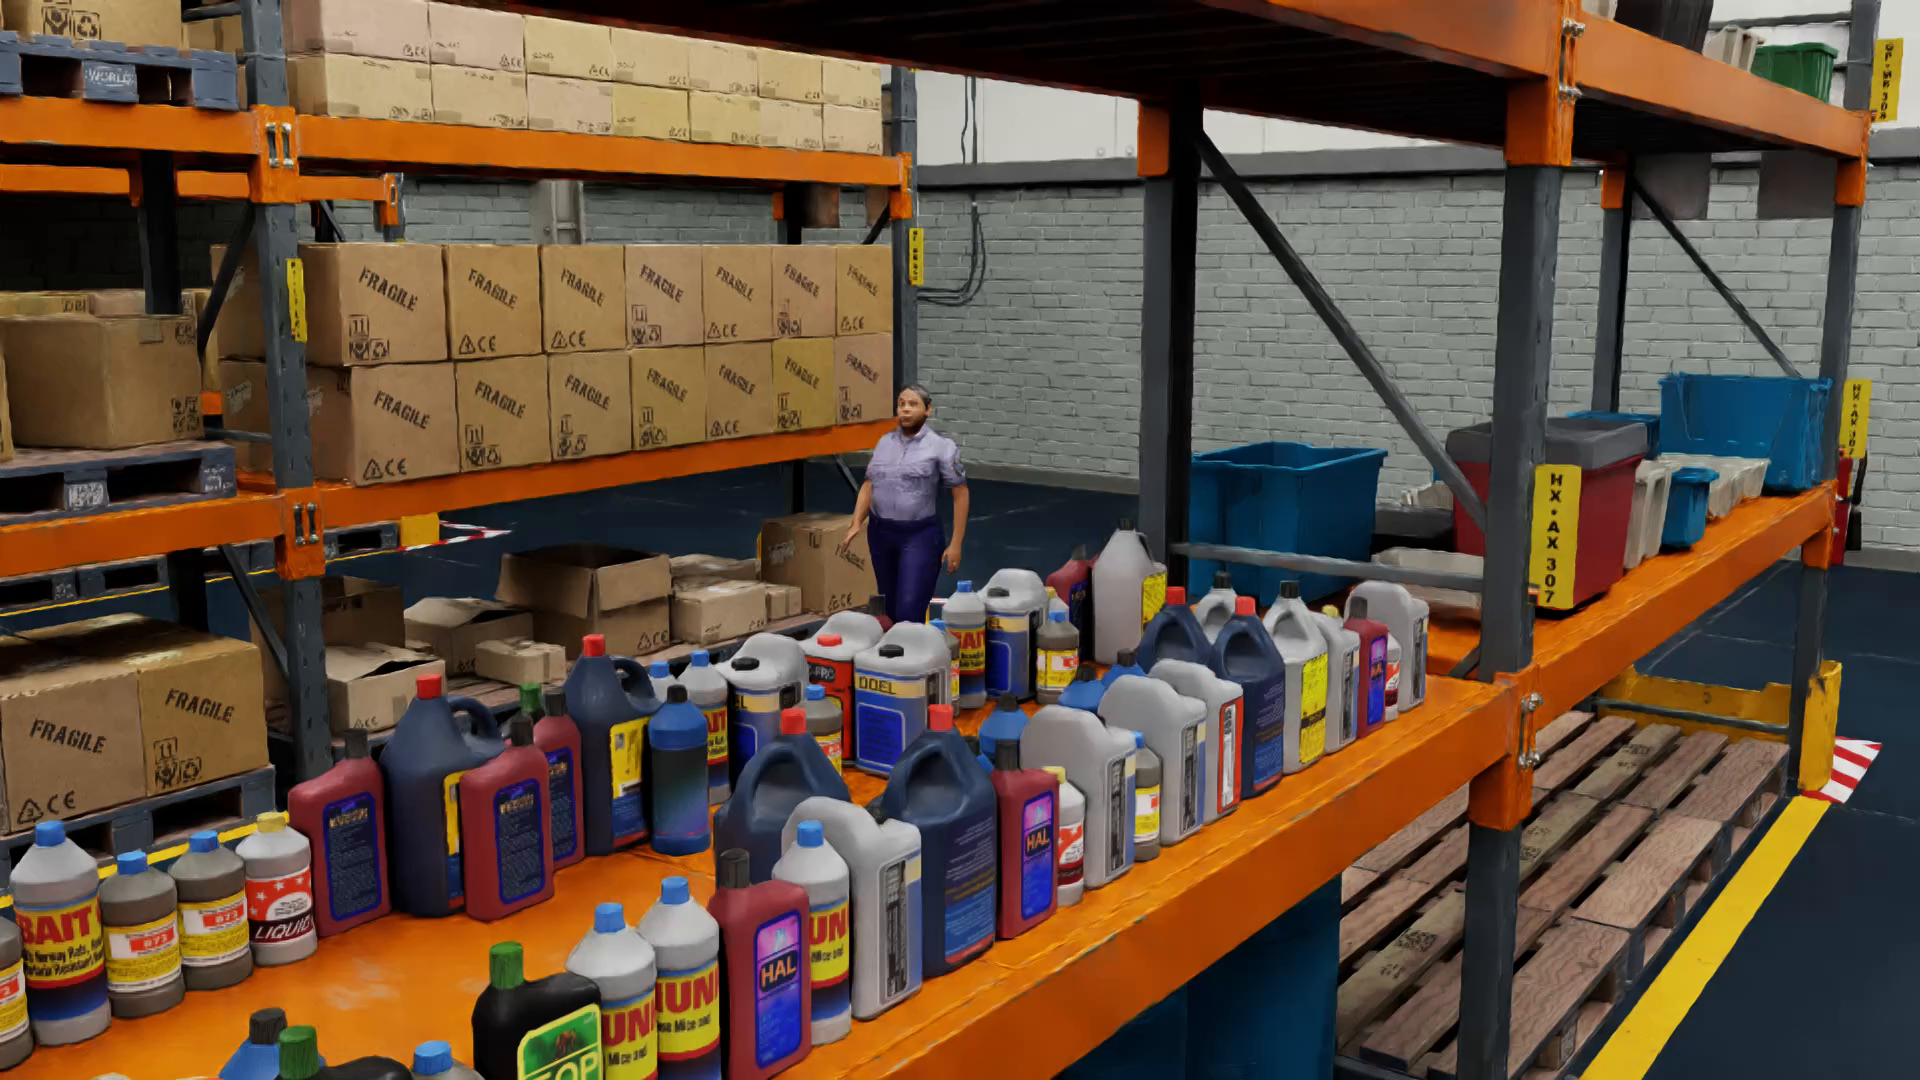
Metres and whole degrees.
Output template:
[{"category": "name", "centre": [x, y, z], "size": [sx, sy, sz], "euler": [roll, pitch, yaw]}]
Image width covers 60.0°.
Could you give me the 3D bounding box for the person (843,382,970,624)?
[{"category": "person", "centre": [-0.319, 0.050, 8.245], "size": [0.549, 1.631, 0.764], "euler": [6, 11, 30]}]
